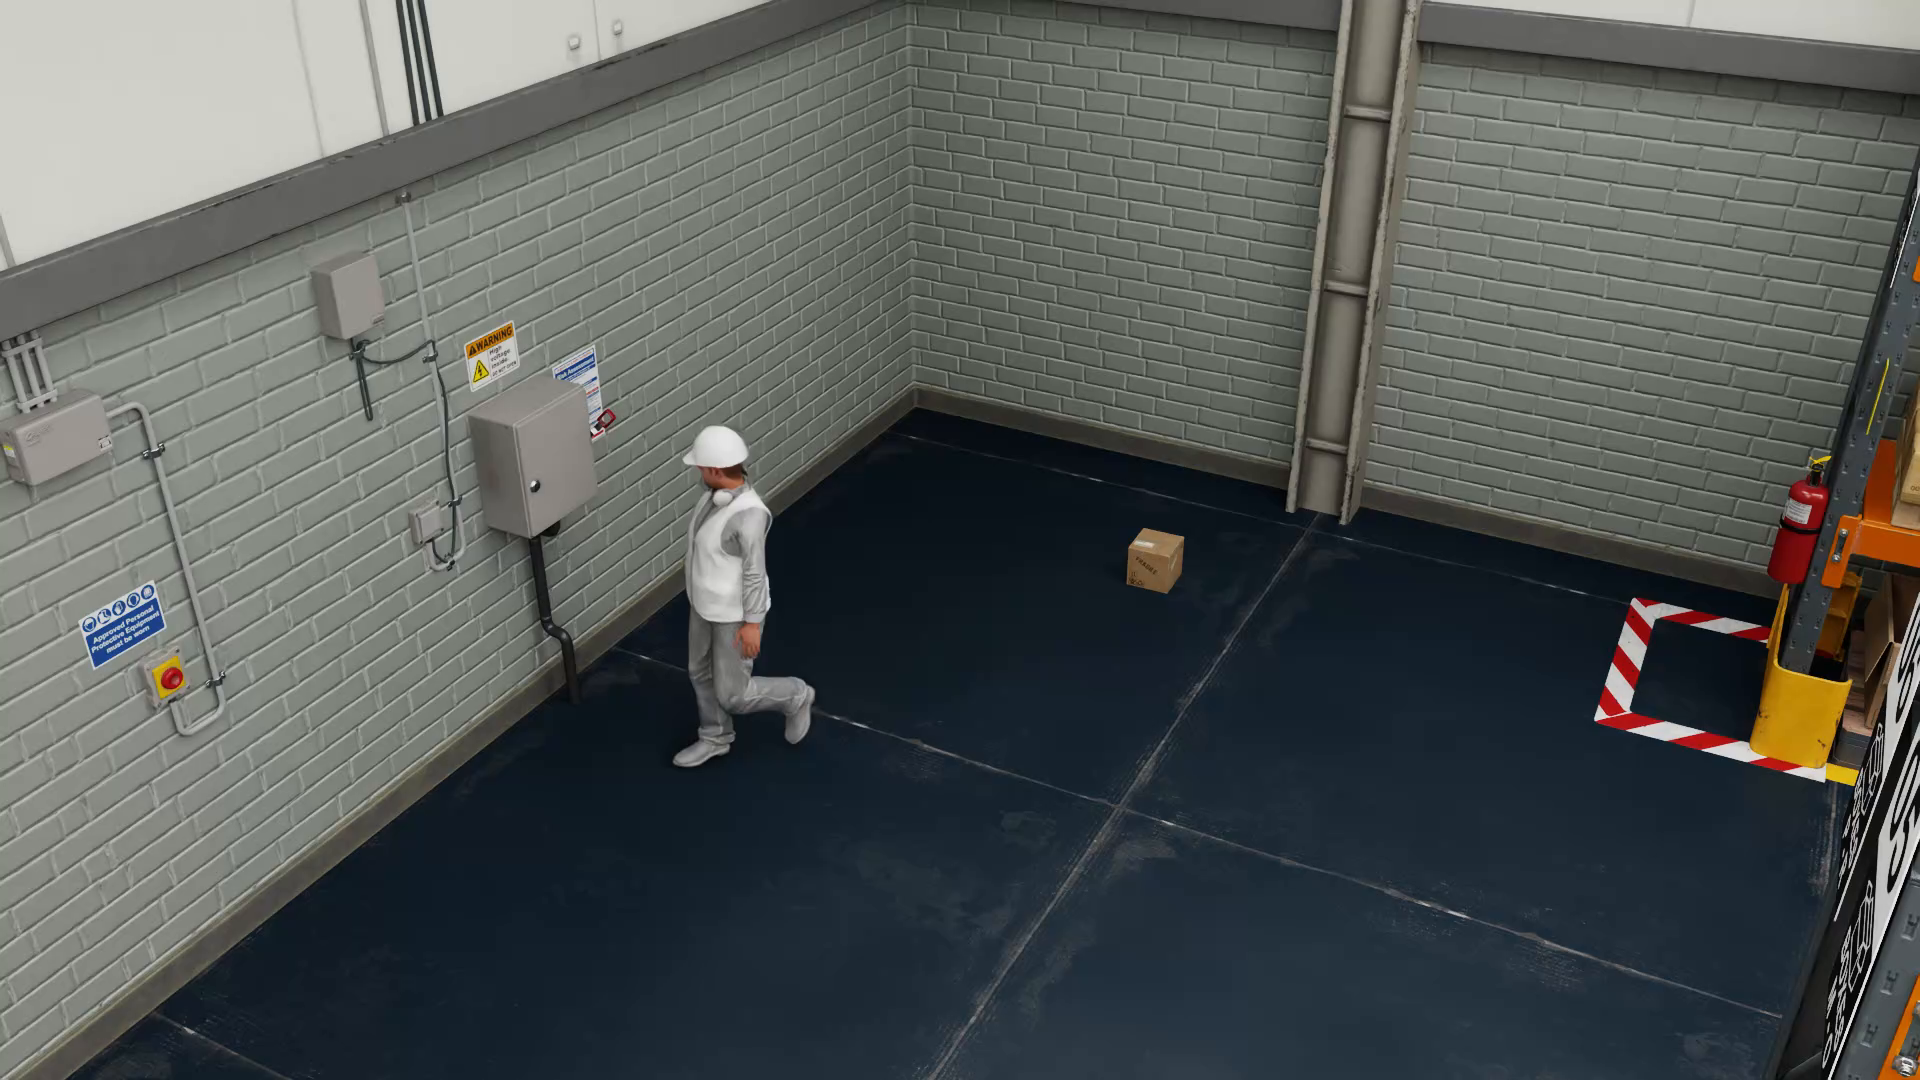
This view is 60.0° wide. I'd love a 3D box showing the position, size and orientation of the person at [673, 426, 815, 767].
[{"bbox_3d":[-1.056,0.284,7.751,0.698,1.759,0.550,-16,34,-26],"label":"person"}]
